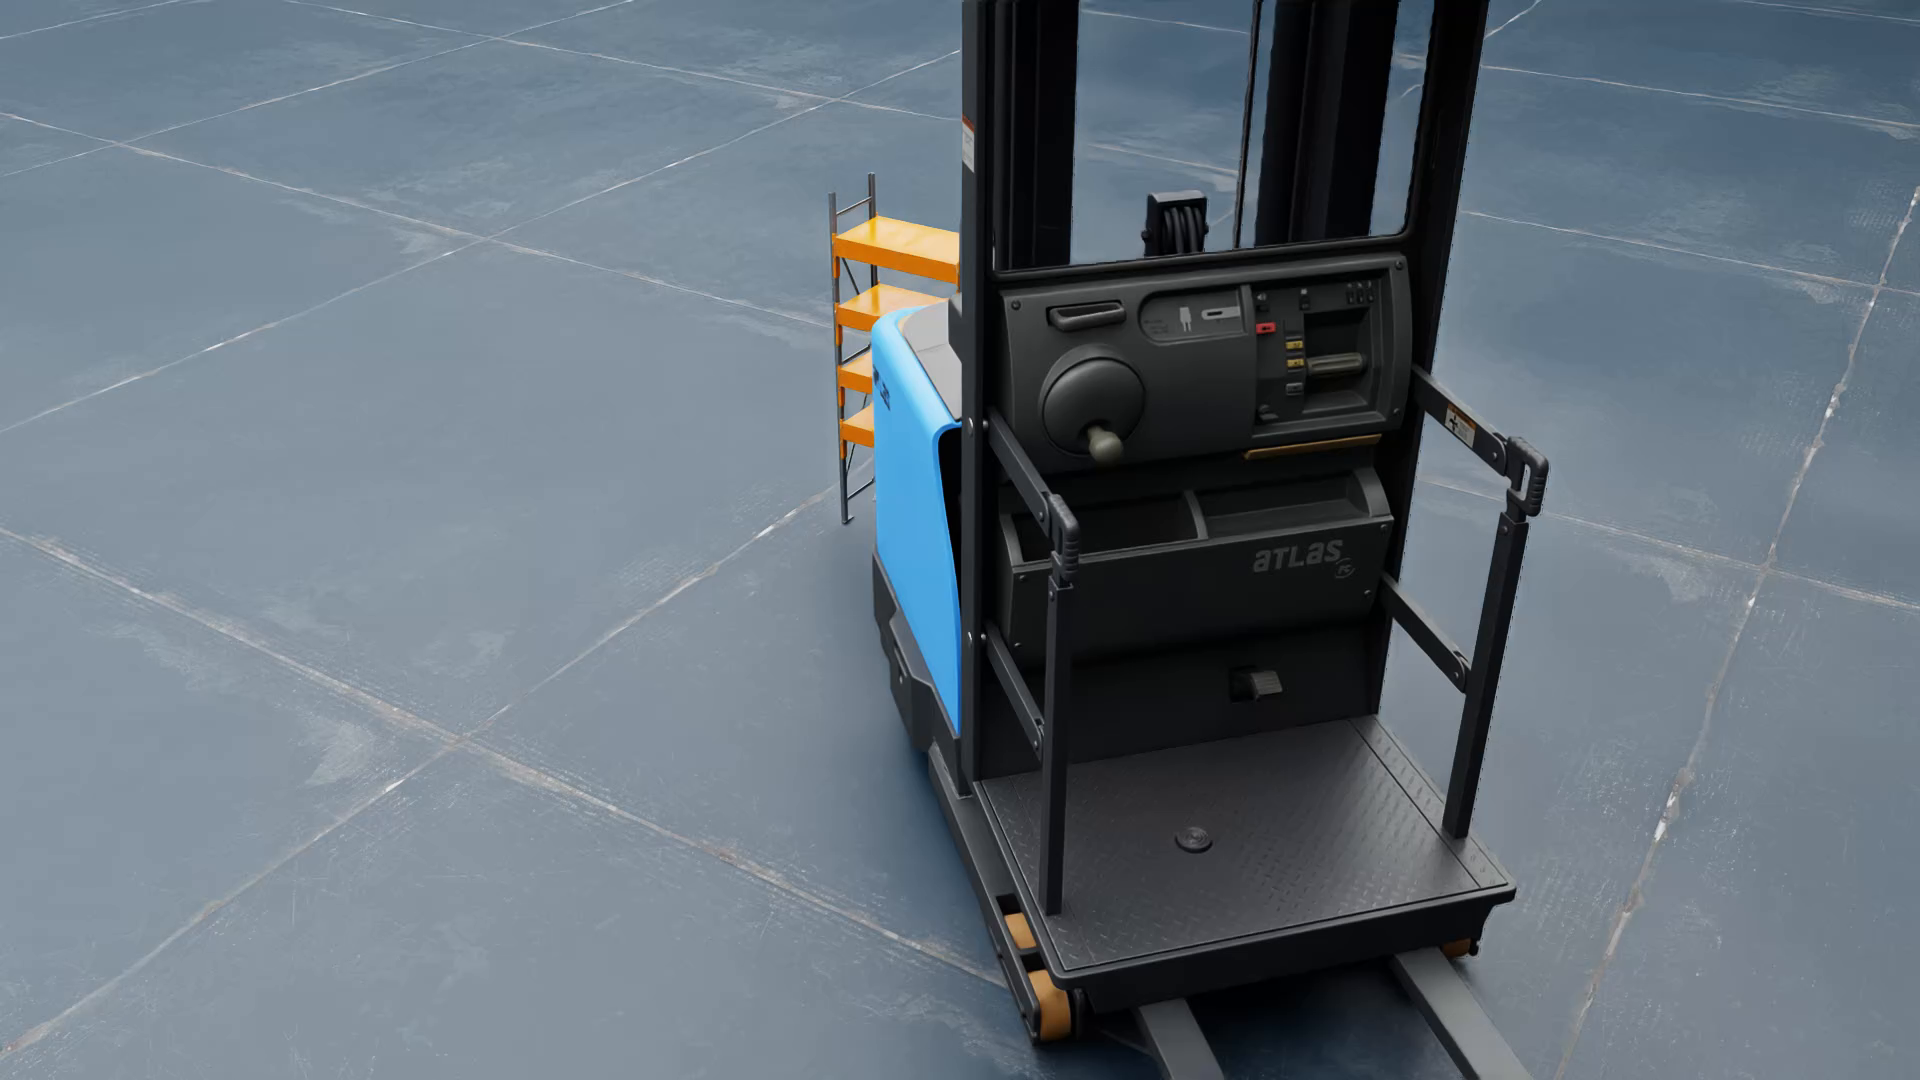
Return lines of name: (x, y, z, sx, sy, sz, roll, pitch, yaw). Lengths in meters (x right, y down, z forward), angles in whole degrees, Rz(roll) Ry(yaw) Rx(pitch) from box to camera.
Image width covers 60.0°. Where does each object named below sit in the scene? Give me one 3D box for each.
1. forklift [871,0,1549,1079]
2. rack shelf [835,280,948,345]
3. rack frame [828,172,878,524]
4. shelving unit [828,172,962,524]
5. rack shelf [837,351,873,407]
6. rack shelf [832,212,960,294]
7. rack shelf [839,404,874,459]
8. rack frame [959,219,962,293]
forklift: (0.605, -0.342, 3.427, 1.130, 2.935, 3.031, -8, 31, -13)
rack shelf: (-0.140, -0.698, 5.445, 0.480, 0.148, 0.258, 18, 35, 27)
rack frame: (-0.347, -0.628, 5.636, 0.015, 1.200, 0.240, 18, 35, 27)
shelving unit: (-0.140, -0.563, 5.524, 0.503, 1.200, 0.258, 18, 35, 27)
rack shelf: (-0.140, -0.504, 5.558, 0.480, 0.148, 0.258, 18, 35, 27)
rack shelf: (-0.140, -0.902, 5.326, 0.480, 0.148, 0.258, 18, 35, 27)
rack shelf: (-0.140, -0.333, 5.658, 0.480, 0.148, 0.258, 18, 35, 27)
rack frame: (0.066, -0.497, 5.412, 0.015, 1.200, 0.240, 18, 35, 27)
